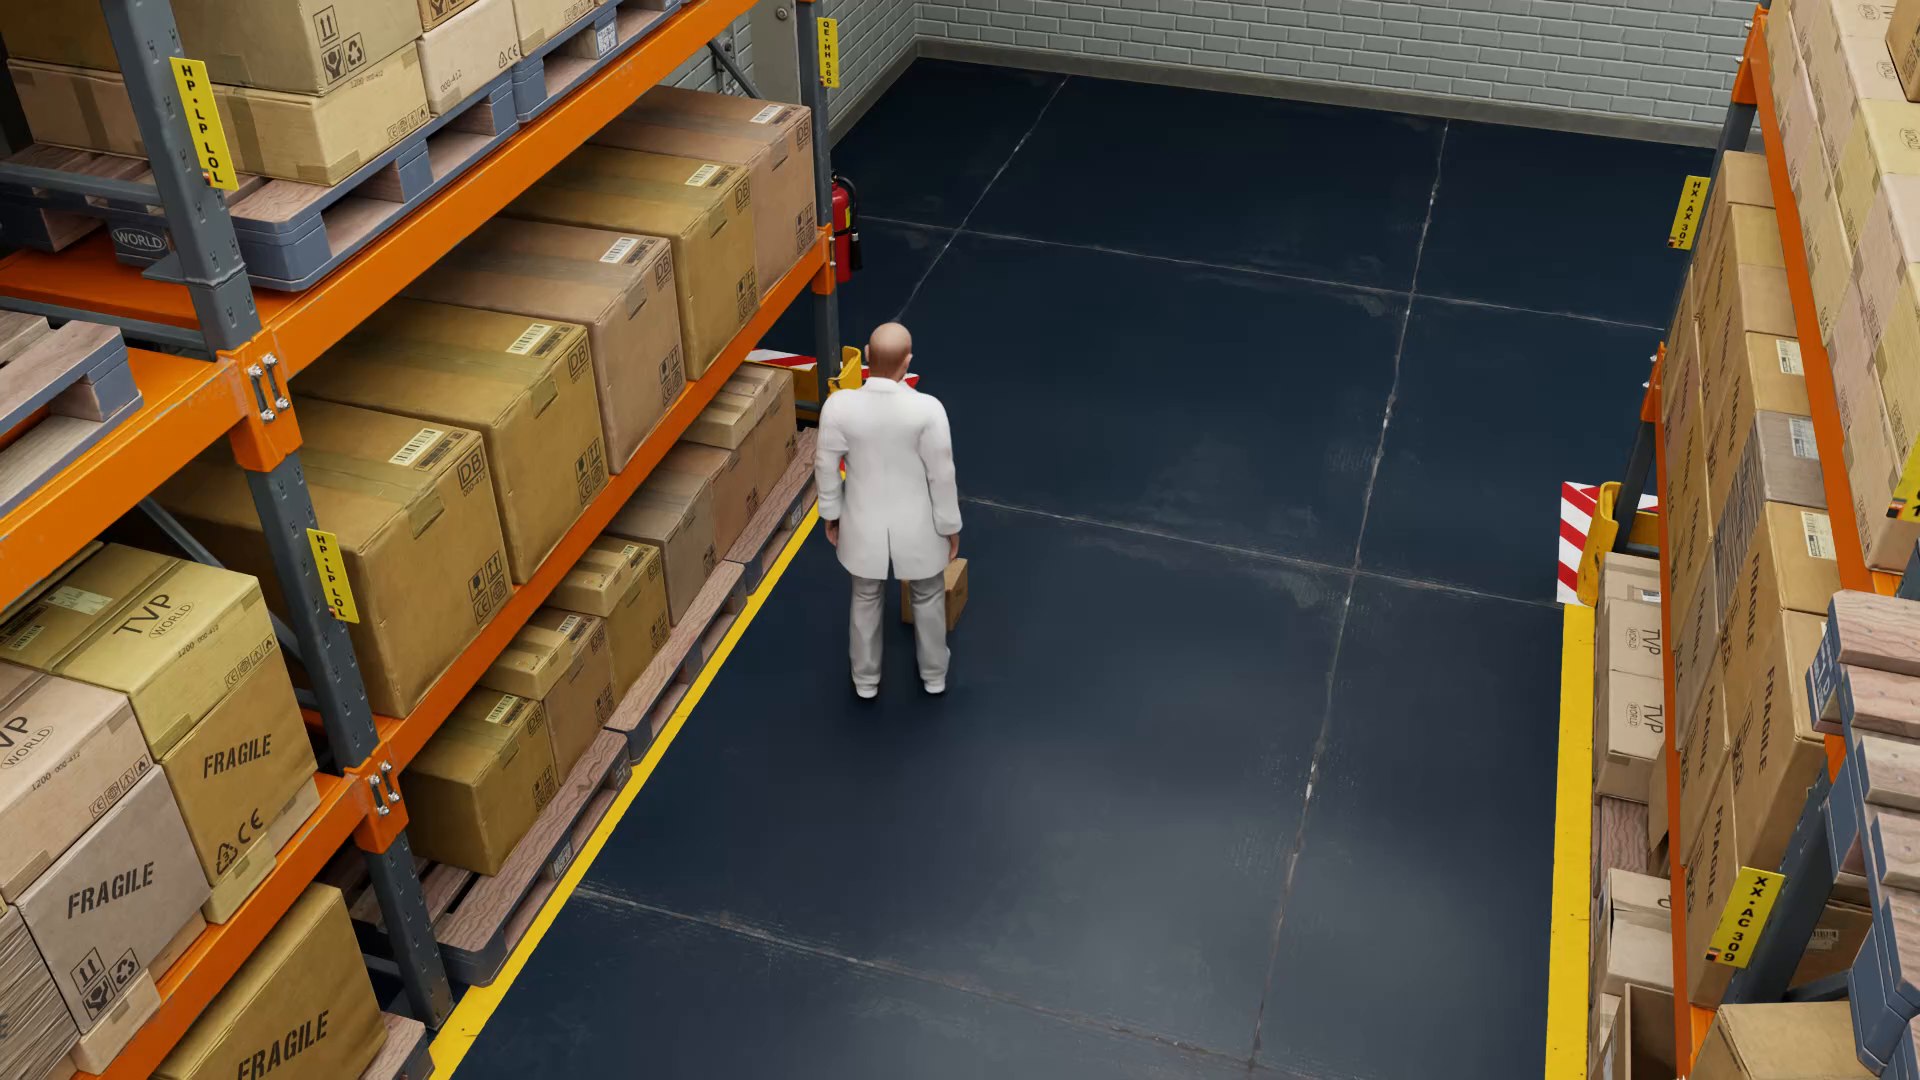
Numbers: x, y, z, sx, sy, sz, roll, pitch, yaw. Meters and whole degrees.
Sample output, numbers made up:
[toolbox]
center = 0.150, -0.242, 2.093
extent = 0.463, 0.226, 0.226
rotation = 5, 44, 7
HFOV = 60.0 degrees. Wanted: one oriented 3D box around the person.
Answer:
[person]
center = -0.283, -0.115, 7.029
extent = 0.623, 1.767, 0.430
rotation = 5, 37, 6
